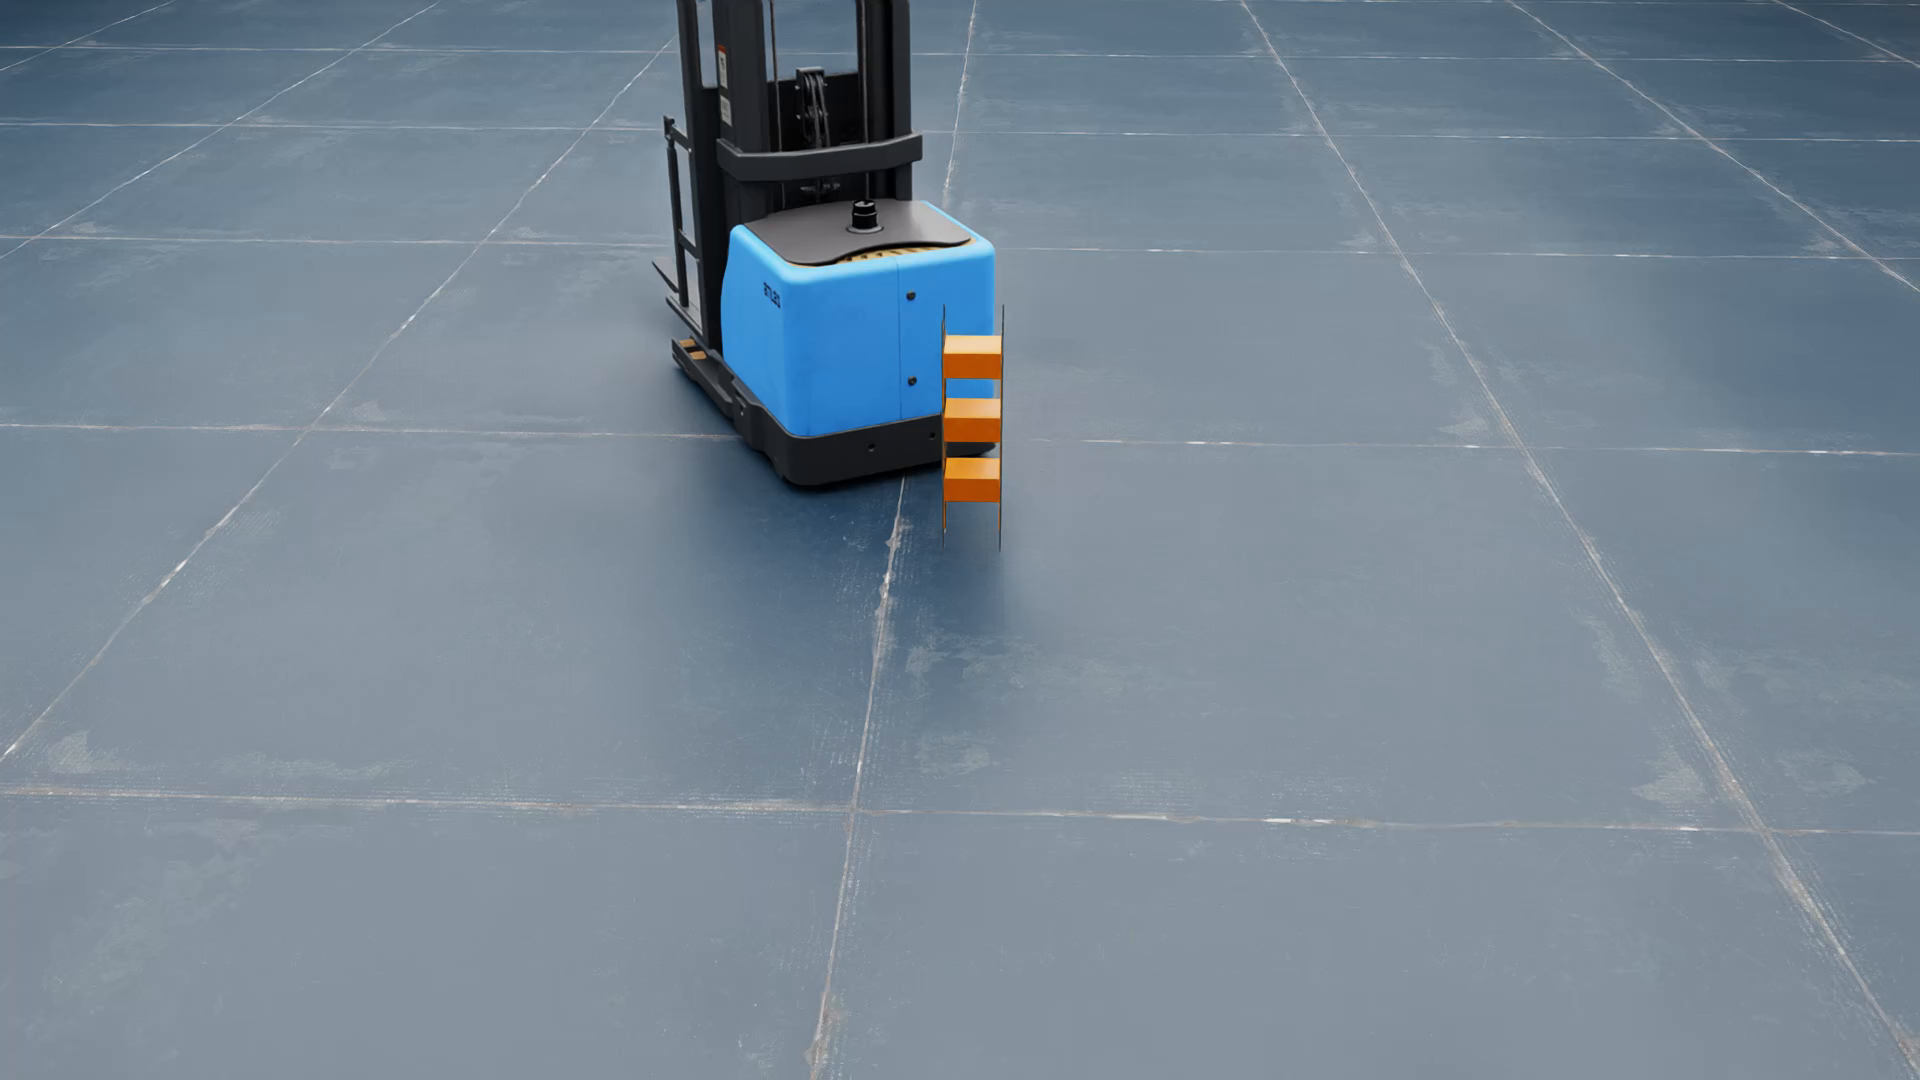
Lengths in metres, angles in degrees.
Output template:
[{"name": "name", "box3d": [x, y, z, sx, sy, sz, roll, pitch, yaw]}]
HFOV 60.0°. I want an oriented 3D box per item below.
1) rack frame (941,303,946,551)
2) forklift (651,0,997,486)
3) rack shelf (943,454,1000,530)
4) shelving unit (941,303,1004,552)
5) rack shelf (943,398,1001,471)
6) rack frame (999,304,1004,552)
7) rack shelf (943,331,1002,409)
[{"name": "rack frame", "box3d": [-0.068, -0.465, 7.006, 0.008, 1.050, 0.200, 1, 28, 2]}, {"name": "forklift", "box3d": [-0.903, -2.207, 8.285, 1.130, 2.935, 3.031, -12, 30, -22]}, {"name": "rack shelf", "box3d": [0.053, -0.208, 7.138, 0.240, 0.259, 0.215, 1, 28, 2]}, {"name": "shelving unit", "box3d": [0.053, -0.463, 7.002, 0.252, 1.050, 0.215, 1, 28, 2]}, {"name": "rack shelf", "box3d": [0.053, -0.454, 7.007, 0.240, 0.259, 0.215, 1, 28, 2]}, {"name": "rack frame", "box3d": [0.175, -0.461, 6.999, 0.008, 1.050, 0.200, 1, 28, 2]}, {"name": "rack shelf", "box3d": [0.053, -0.704, 6.874, 0.240, 0.259, 0.215, 1, 28, 2]}]
